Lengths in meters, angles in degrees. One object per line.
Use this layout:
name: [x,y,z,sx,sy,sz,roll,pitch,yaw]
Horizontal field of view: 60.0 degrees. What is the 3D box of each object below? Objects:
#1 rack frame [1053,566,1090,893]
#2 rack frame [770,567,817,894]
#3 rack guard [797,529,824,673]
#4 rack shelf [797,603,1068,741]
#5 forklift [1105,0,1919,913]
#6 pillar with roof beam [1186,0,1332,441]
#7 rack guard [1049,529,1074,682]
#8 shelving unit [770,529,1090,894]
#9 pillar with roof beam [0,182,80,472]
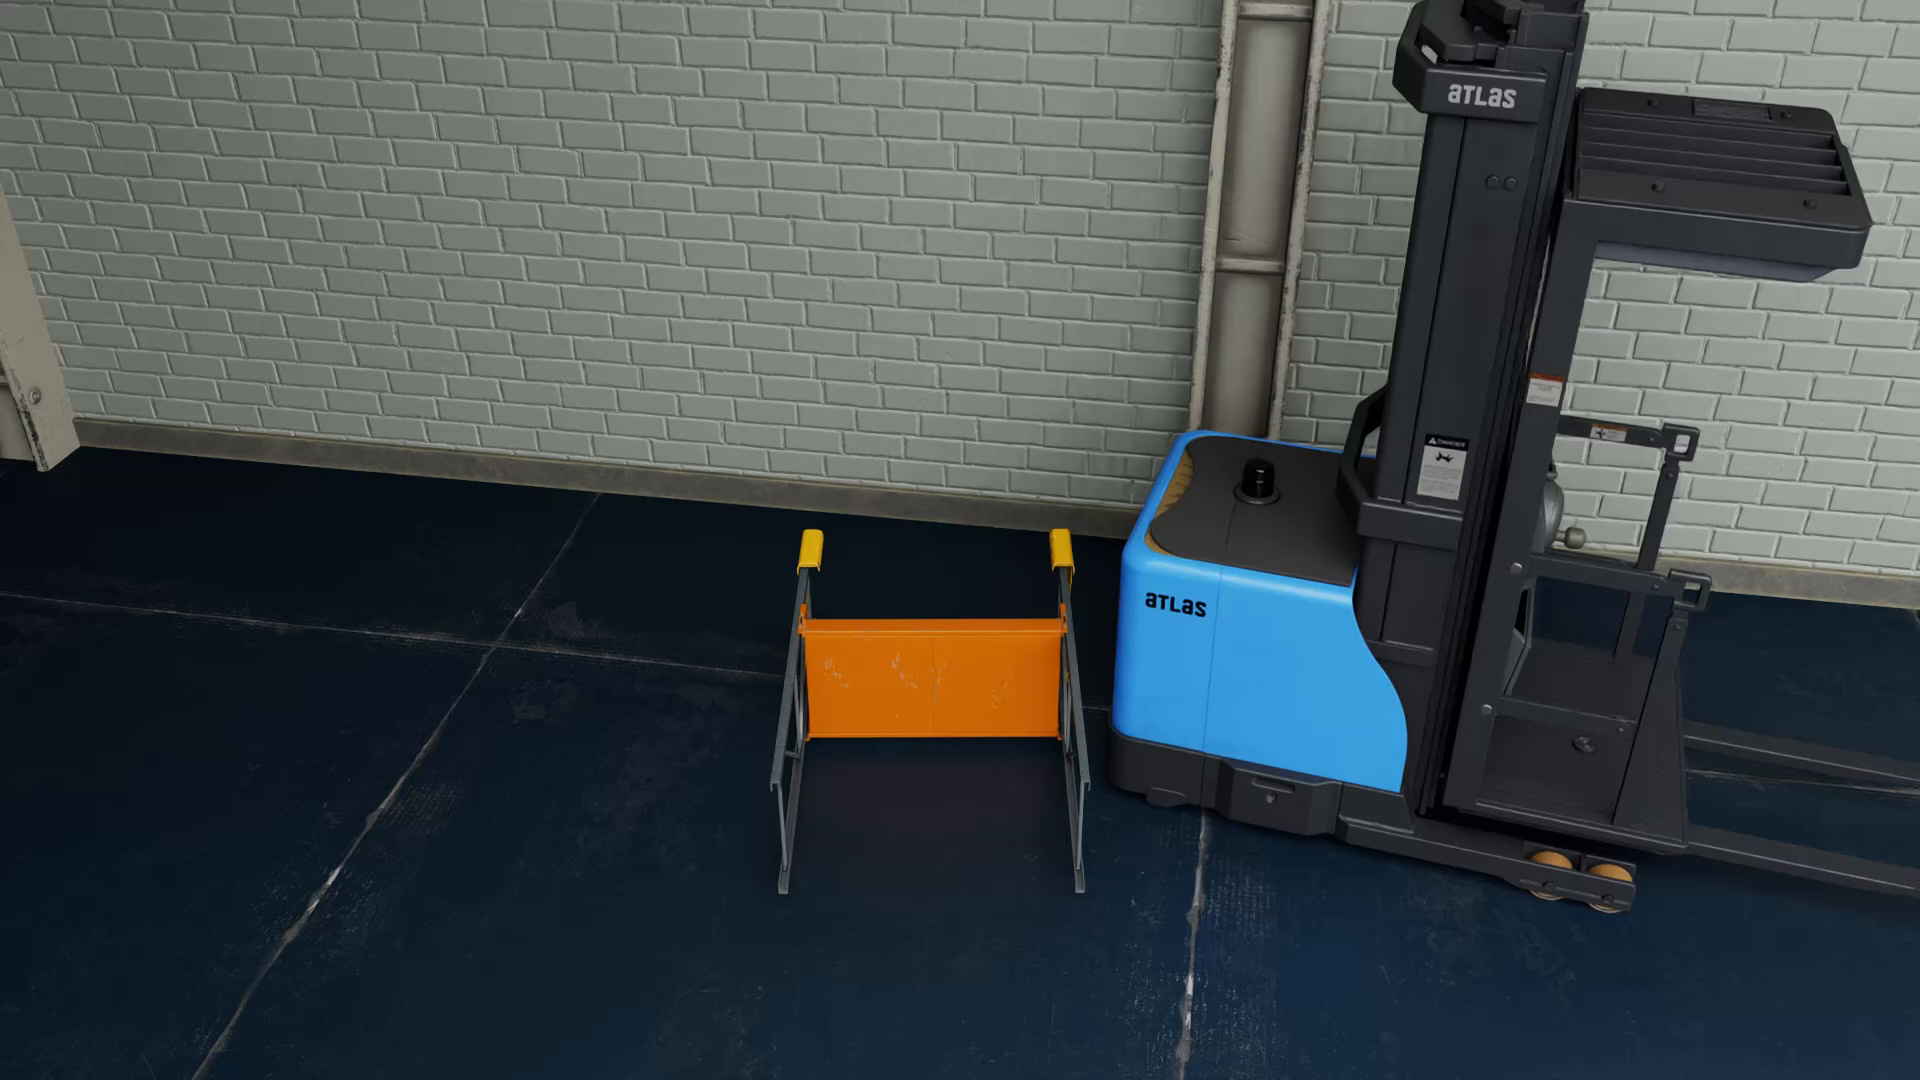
rack frame: [0.407,0.602,6.211,0.032,0.500,1.500,0,32,0]
rack frame: [-0.609,0.604,6.207,0.032,0.500,1.500,0,32,0]
rack guard: [-0.593,0.273,6.736,0.087,0.587,0.250,0,32,0]
rack shelf: [-0.102,0.508,6.361,1.000,0.538,0.185,0,32,0]
forklift: [2.116,-0.282,5.437,3.031,2.935,1.130,10,33,16]
pillar with roof beam: [0.466,-1.466,1.611,0.400,9.000,9.100,5,32,8]
rack guard: [0.403,0.270,6.740,0.087,0.587,0.250,0,32,0]
shelving unit: [-0.092,0.603,6.209,1.083,0.587,1.500,0,32,0]
pillar with roof beam: [-5.449,-2.002,2.467,0.400,9.000,9.100,5,32,8]
